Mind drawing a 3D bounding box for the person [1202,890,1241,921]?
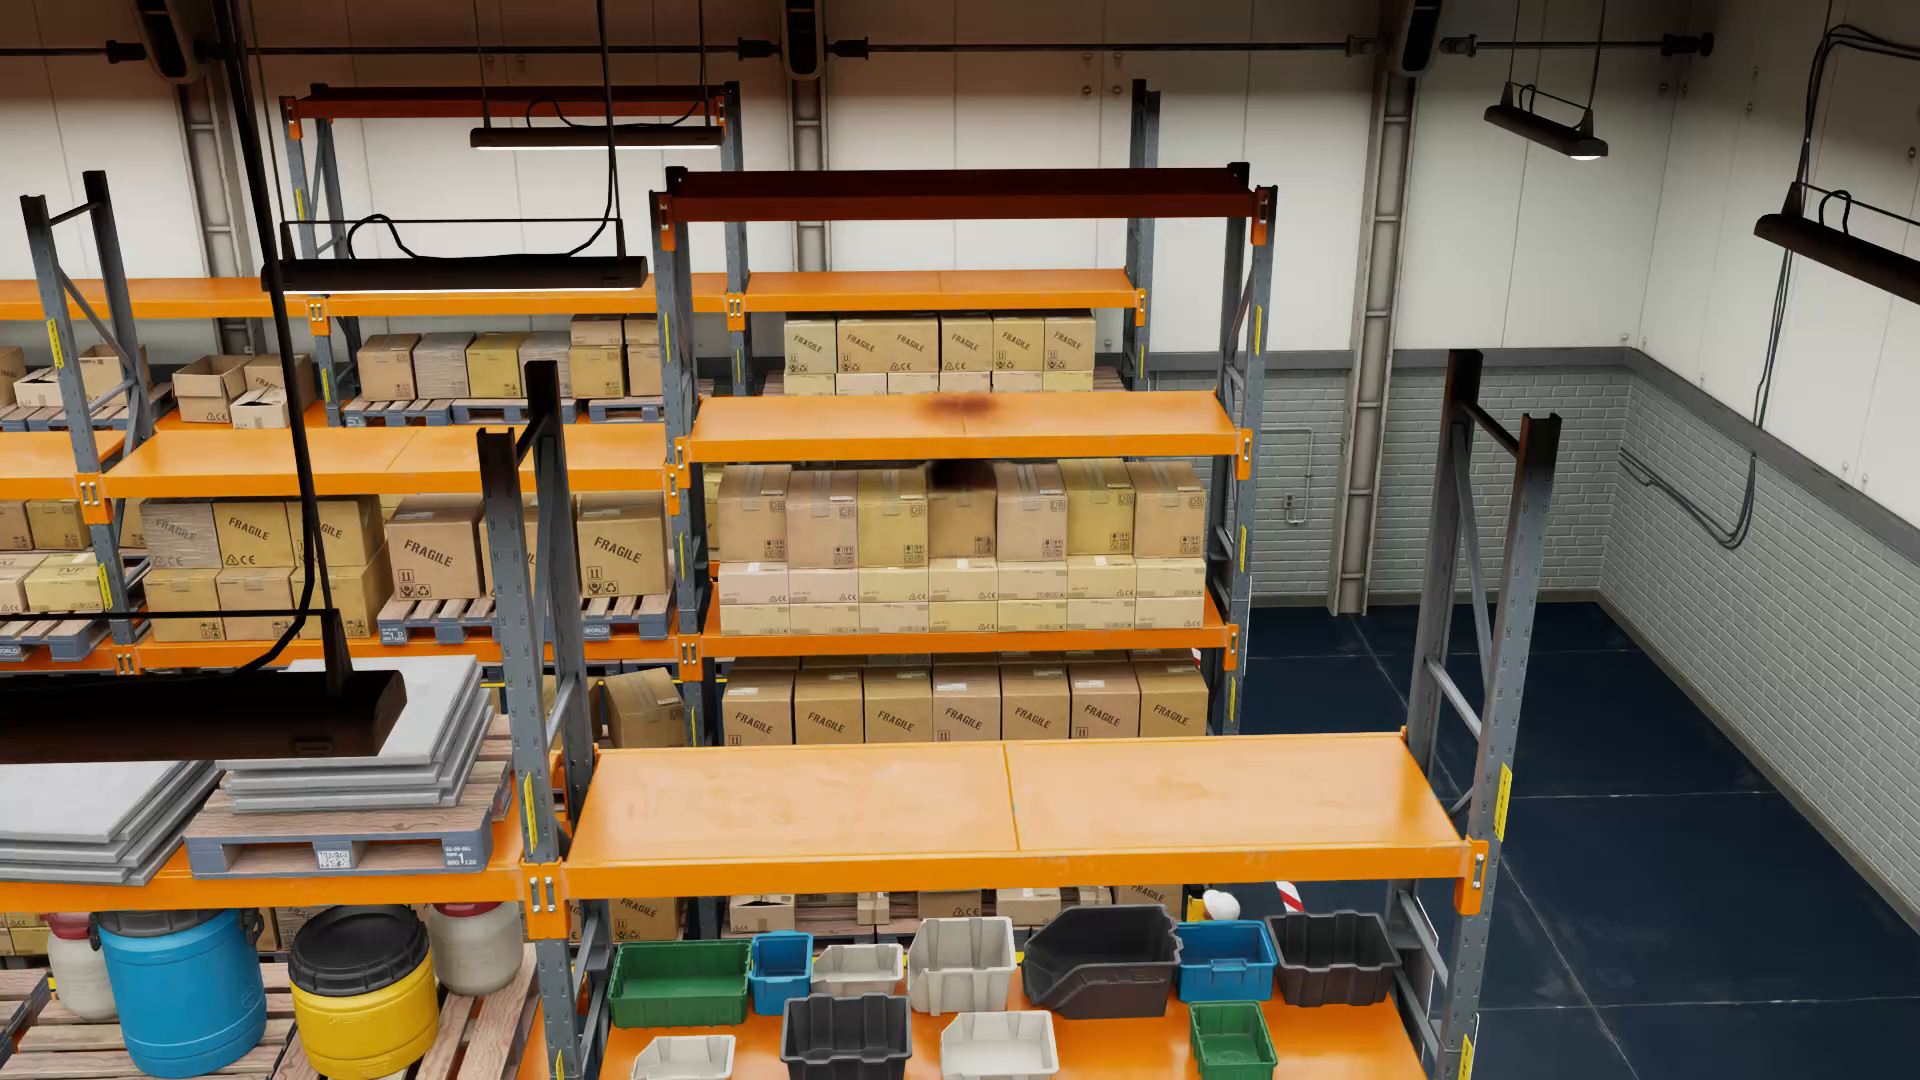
[{"bbox_3d":[1.556,3.068,11.222,0.975,1.712,0.644,1,22,3],"label":"person"}]

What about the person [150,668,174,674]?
[{"bbox_3d":[-6.847,1.824,14.492,0.549,1.721,0.384,1,22,3],"label":"person"}]
